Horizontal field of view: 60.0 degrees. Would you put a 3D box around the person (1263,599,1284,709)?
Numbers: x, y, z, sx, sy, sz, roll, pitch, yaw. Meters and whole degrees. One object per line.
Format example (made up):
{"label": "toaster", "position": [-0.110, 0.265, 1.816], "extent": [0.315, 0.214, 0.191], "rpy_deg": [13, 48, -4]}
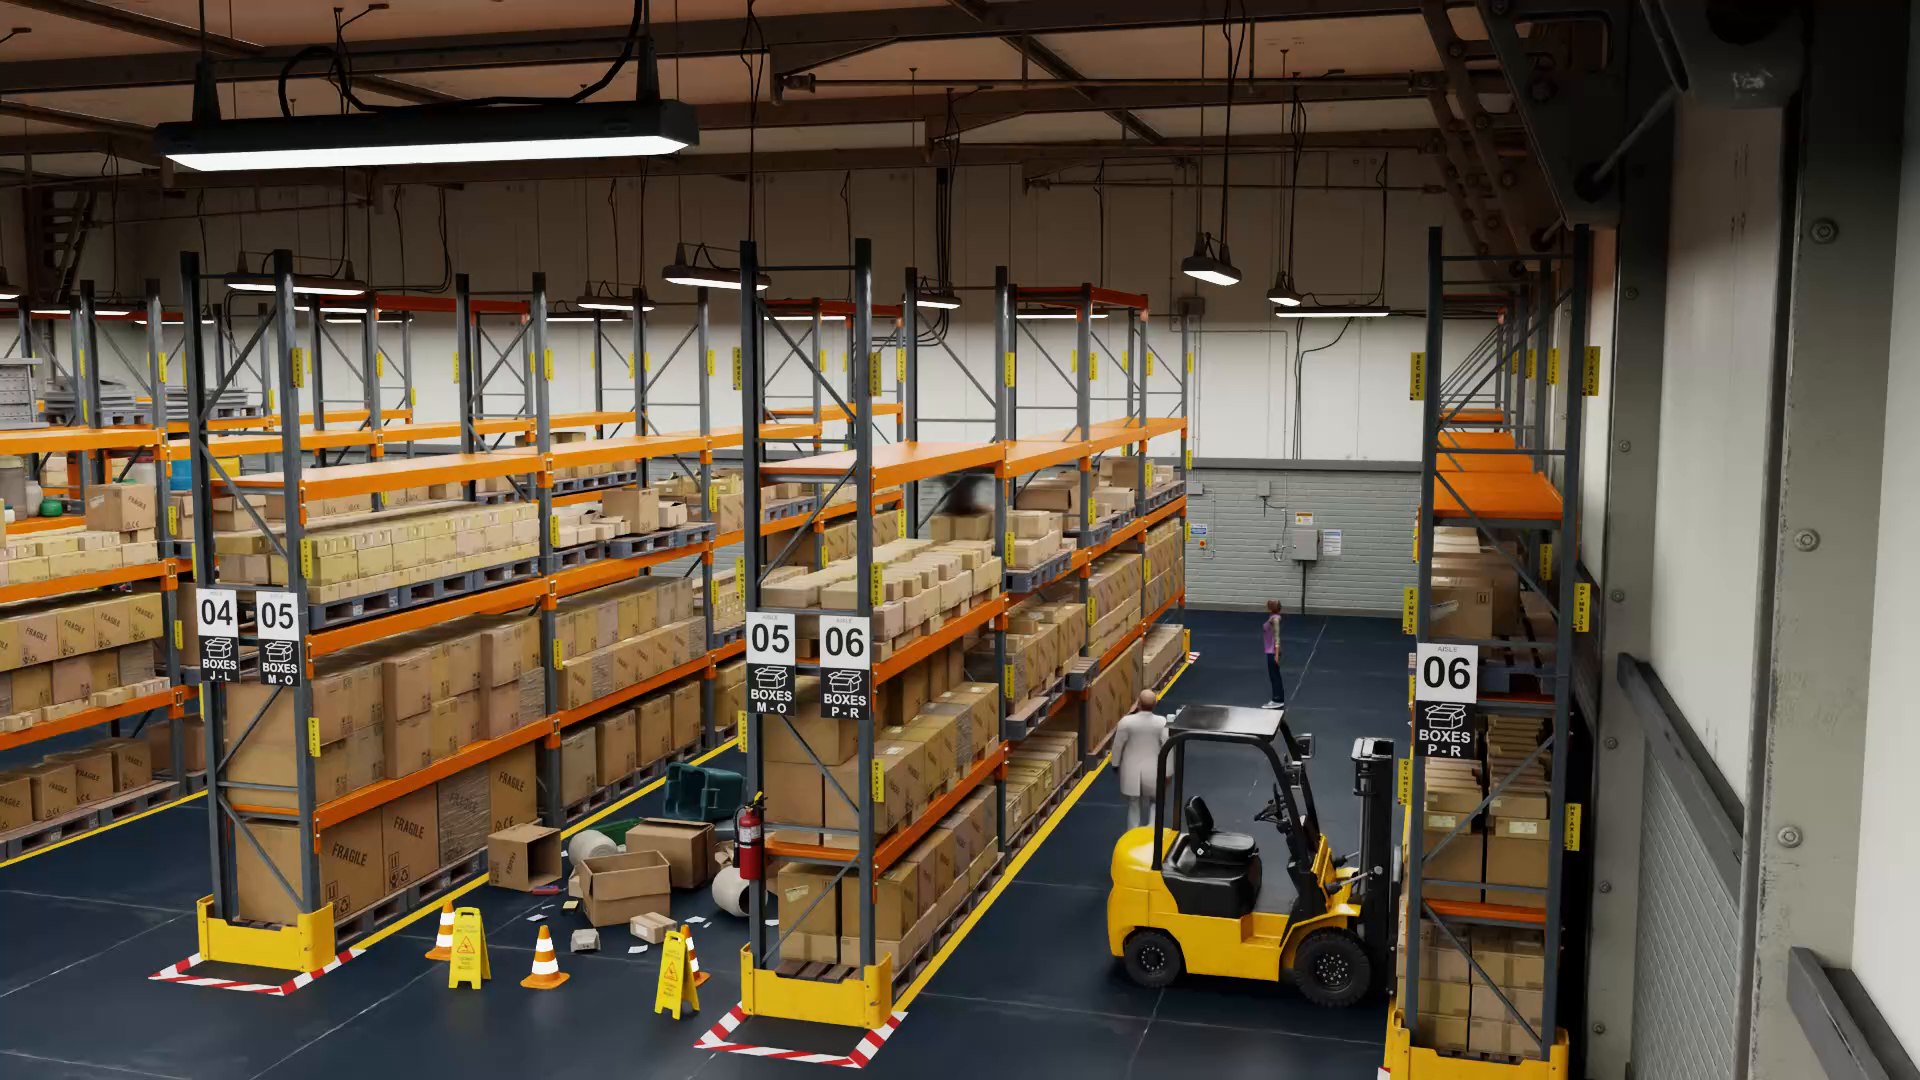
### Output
{"label": "person", "position": [4.590, 1.660, 24.318], "extent": [0.335, 1.588, 0.490], "rpy_deg": [1, 7, 12]}

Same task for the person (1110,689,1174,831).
{"label": "person", "position": [1.857, 2.381, 16.984], "extent": [0.649, 1.790, 0.504], "rpy_deg": [1, 6, 8]}
